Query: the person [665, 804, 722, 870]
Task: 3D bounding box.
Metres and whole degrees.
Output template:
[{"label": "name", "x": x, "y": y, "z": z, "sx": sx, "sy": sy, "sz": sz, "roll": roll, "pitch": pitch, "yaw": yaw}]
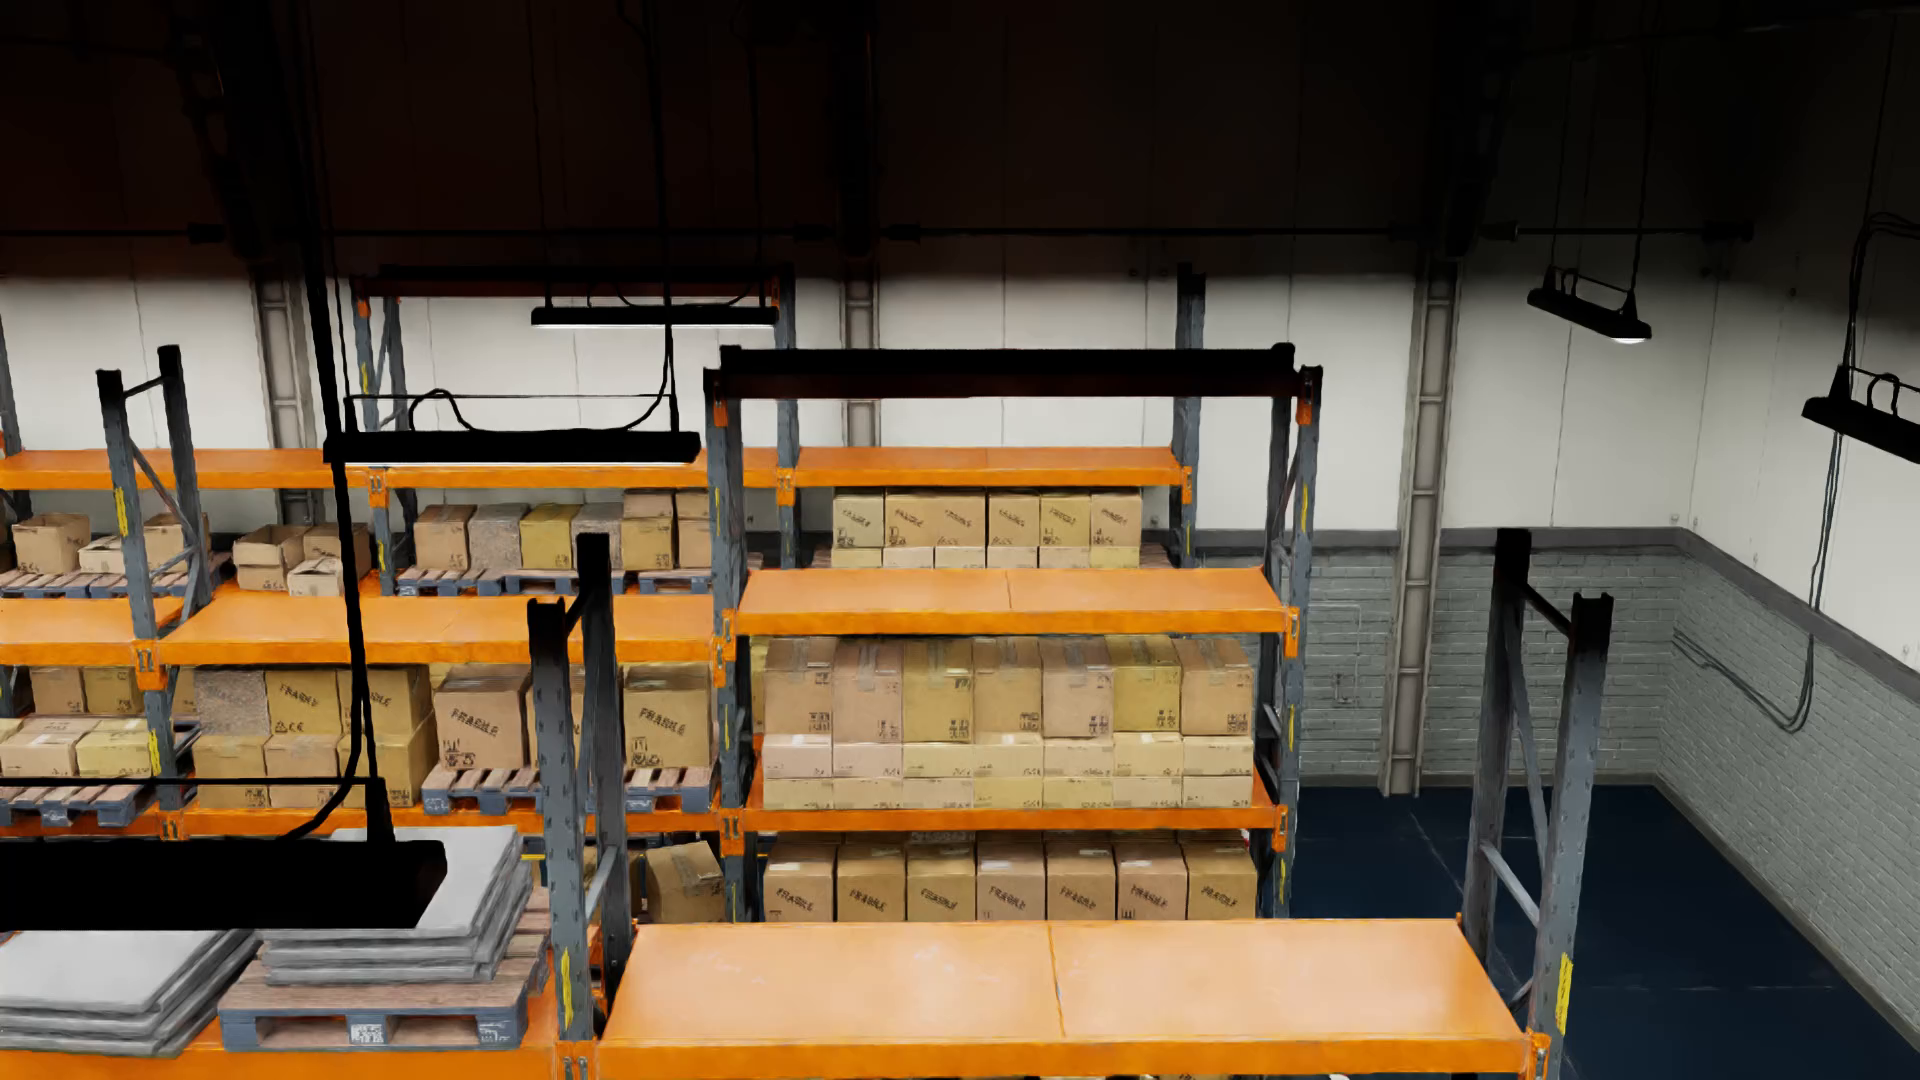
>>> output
[{"label": "person", "x": -2.536, "y": 2.705, "z": 16.079, "sx": 0.678, "sy": 1.753, "sz": 0.444, "roll": -5, "pitch": 17, "yaw": -17}]
